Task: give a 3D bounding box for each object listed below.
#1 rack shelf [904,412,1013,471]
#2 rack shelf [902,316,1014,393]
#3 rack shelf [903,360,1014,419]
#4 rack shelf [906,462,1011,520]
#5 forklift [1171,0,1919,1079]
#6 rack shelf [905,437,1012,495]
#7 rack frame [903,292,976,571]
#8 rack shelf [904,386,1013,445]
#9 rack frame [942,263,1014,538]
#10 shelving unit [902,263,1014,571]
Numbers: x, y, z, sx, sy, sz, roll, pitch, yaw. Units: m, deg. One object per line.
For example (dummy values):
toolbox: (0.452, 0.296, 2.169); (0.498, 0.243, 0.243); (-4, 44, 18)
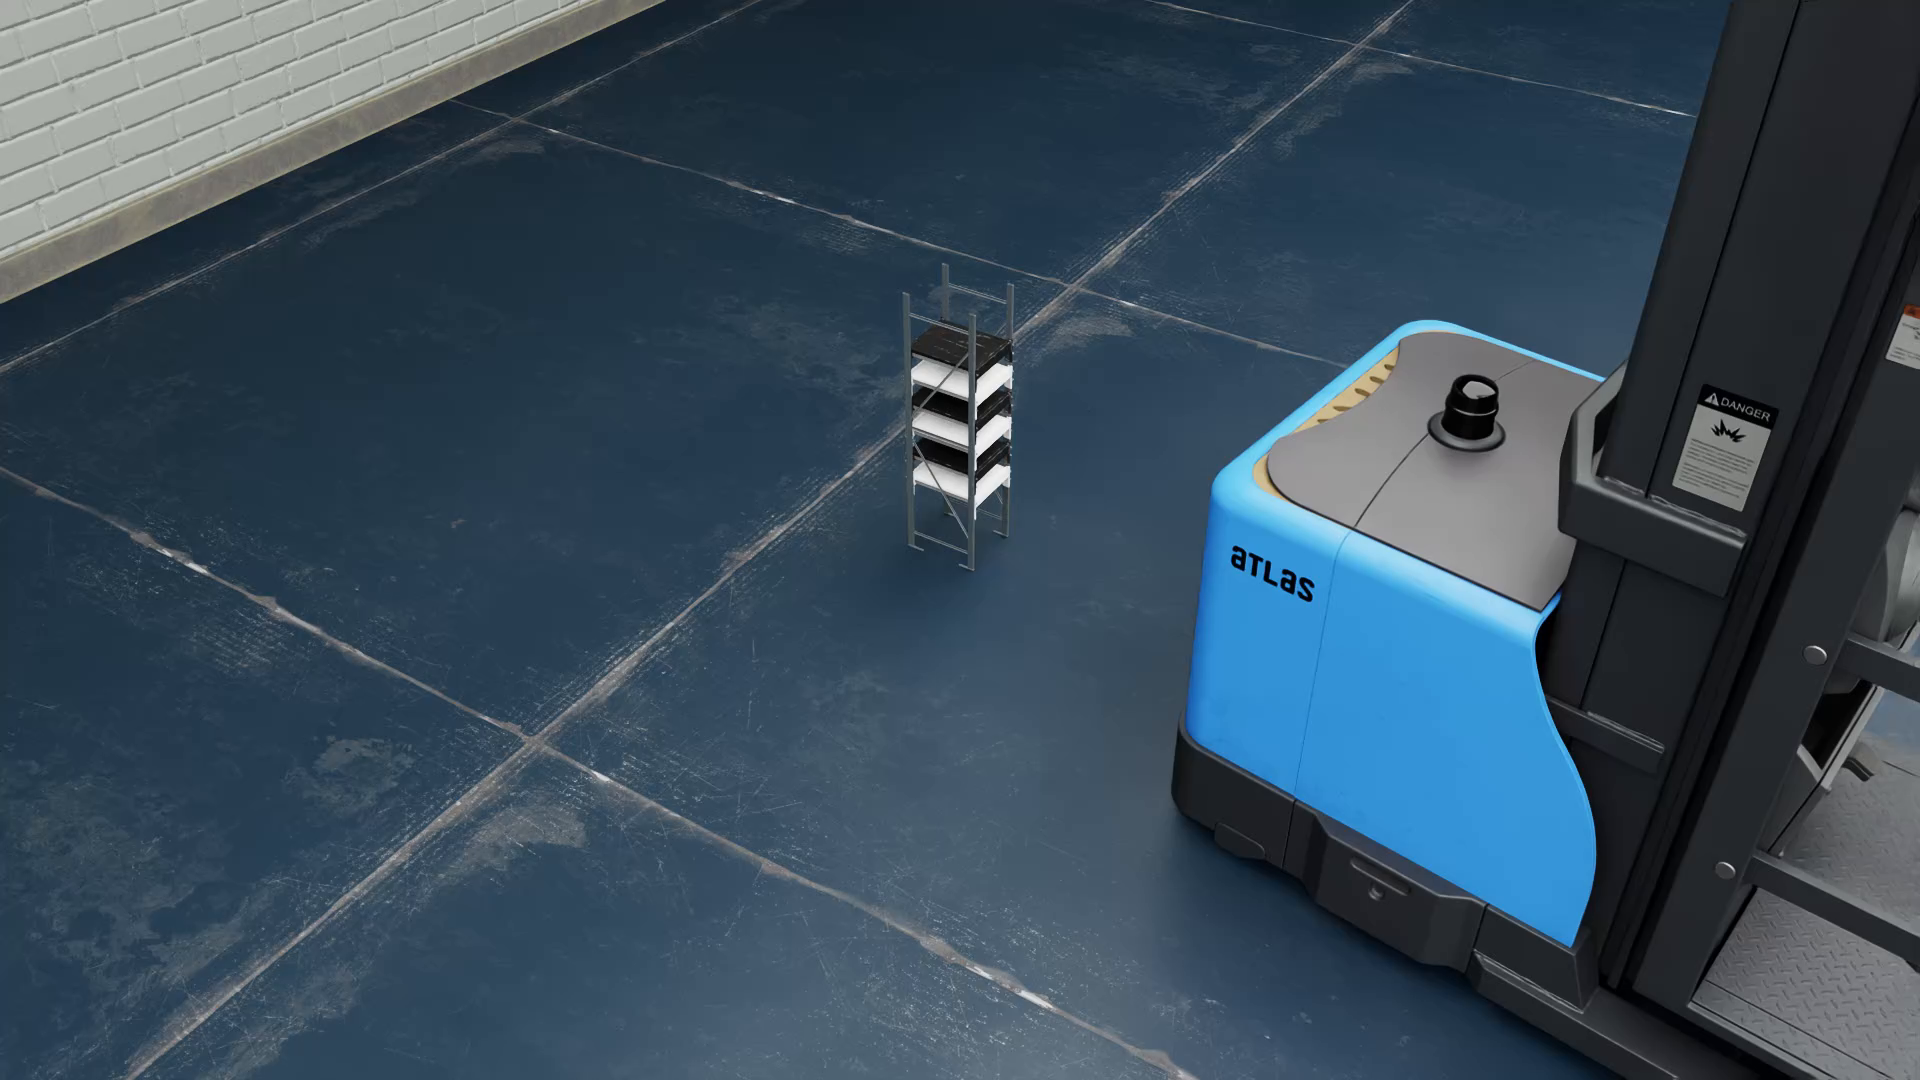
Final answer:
rack shelf: (-0.004, -0.326, 4.990); (0.258, 0.077, 0.200); (21, 42, 25)
rack shelf: (-0.004, -0.540, 4.825); (0.258, 0.077, 0.200); (21, 42, 25)
rack shelf: (-0.004, -0.468, 4.880); (0.258, 0.077, 0.200); (21, 42, 25)
rack shelf: (-0.004, -0.183, 5.100); (0.258, 0.077, 0.200); (21, 42, 25)
forklift: (1.996, -0.092, 2.968); (3.031, 2.935, 1.130); (27, 45, 31)
rack shelf: (-0.004, -0.255, 5.045); (0.258, 0.077, 0.200); (21, 42, 25)
rack frame: (-0.059, -0.300, 4.902); (0.240, 0.900, 0.006); (21, 42, 25)
rack shelf: (-0.004, -0.397, 4.935); (0.258, 0.077, 0.200); (21, 42, 25)
rack frame: (0.050, -0.405, 5.038); (0.240, 0.900, 0.006); (21, 42, 25)
shelving unit: (-0.004, -0.352, 4.970); (0.258, 0.900, 0.210); (21, 42, 25)
